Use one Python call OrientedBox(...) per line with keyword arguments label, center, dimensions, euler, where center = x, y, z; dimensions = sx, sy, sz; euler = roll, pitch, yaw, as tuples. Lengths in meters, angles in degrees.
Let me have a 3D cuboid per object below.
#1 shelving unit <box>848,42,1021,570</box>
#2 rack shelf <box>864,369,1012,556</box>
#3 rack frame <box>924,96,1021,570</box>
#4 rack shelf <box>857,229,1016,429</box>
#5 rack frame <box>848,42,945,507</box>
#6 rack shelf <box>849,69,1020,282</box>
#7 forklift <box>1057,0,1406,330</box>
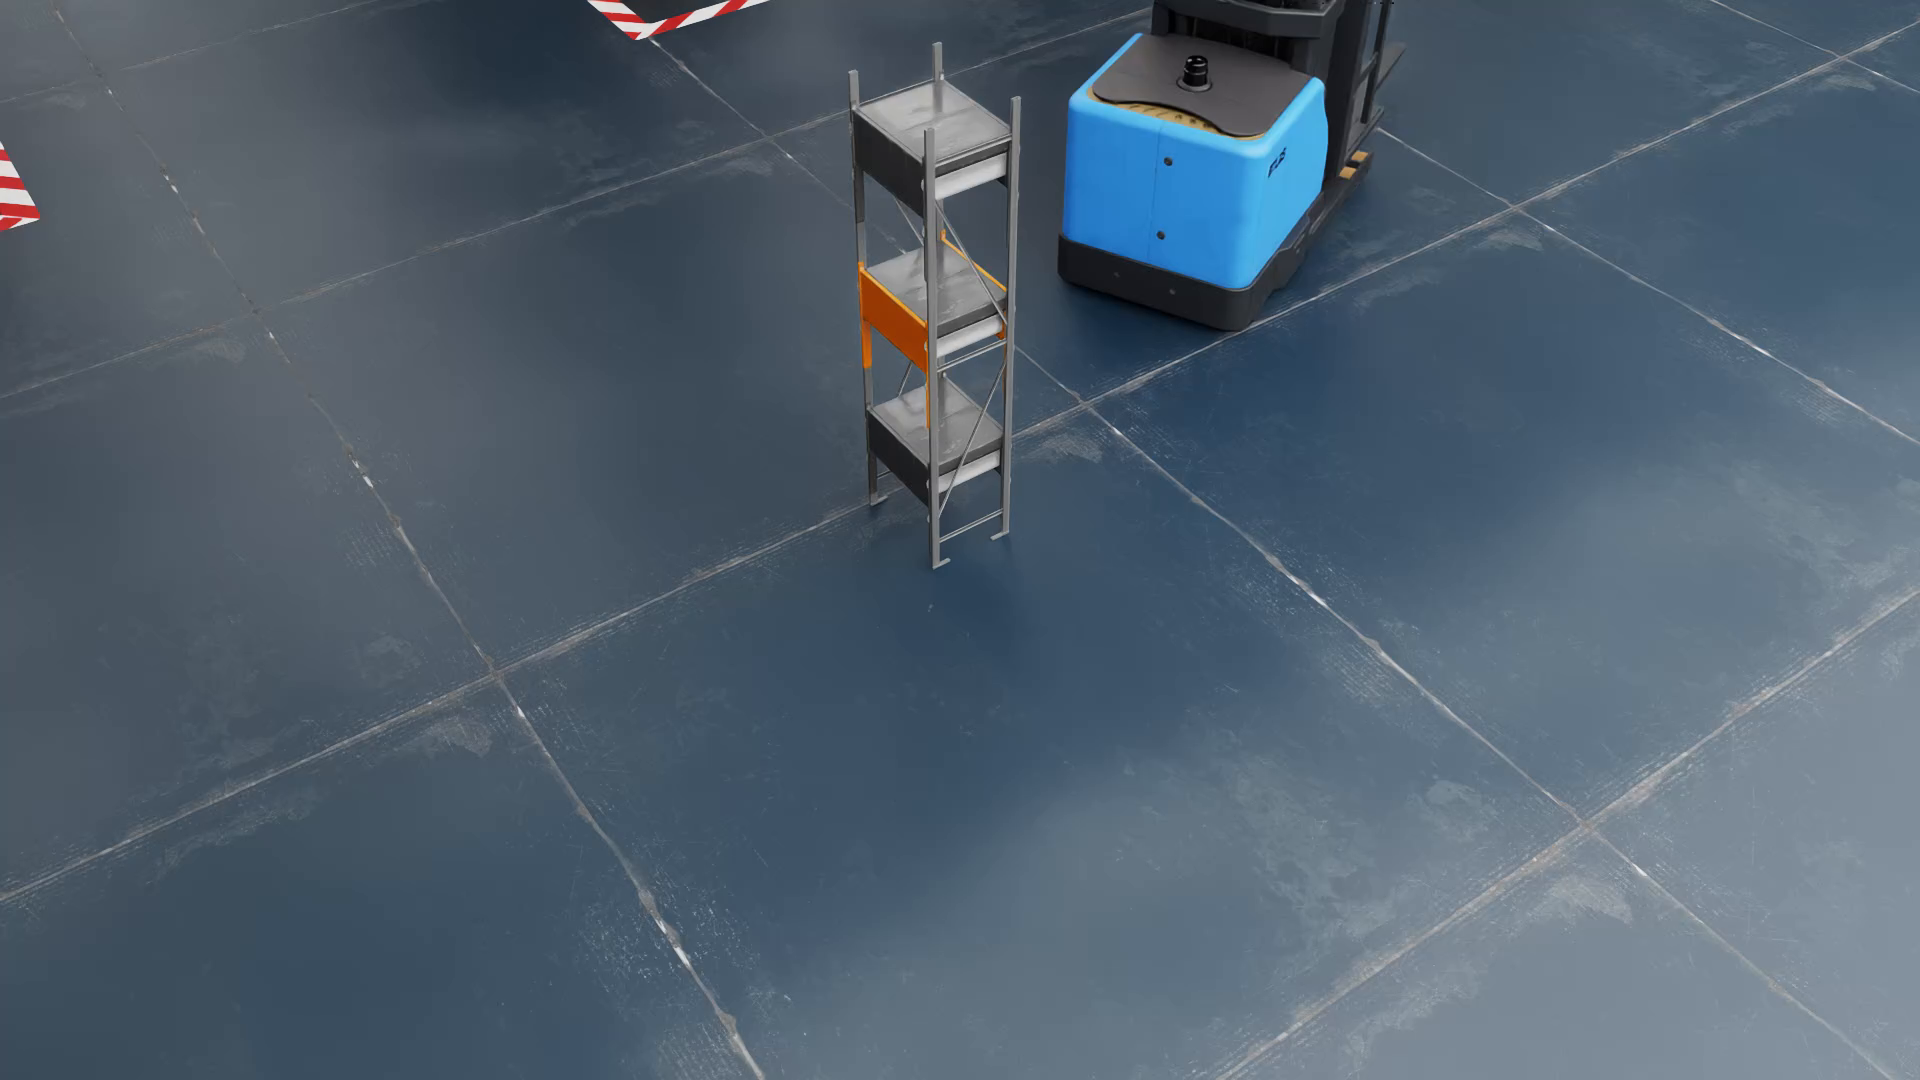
OrientedBox(label="shelving unit", center=(-0.095, -0.853, 6.614), dimensions=(0.431, 2.100, 0.503), euler=(-26, 49, -24))
OrientedBox(label="rack shelf", center=(-0.095, -0.337, 7.107), dimensions=(0.431, 0.518, 0.480), euler=(-26, 49, -24))
OrientedBox(label="rack frame", center=(0.045, -0.715, 6.469), dimensions=(0.400, 2.100, 0.015), euler=(-26, 49, -24))
OrientedBox(label="rack shelf", center=(-0.095, -0.843, 6.624), dimensions=(0.431, 0.518, 0.480), euler=(-26, 49, -24))
OrientedBox(label="rack frame", center=(-0.234, -0.991, 6.759), dimensions=(0.400, 2.100, 0.015), euler=(-26, 49, -24))
OrientedBox(label="rack shelf", center=(-0.095, -1.350, 6.140), dimensions=(0.431, 0.518, 0.480), euler=(-26, 49, -24))
OrientedBox(label="forklift", center=(1.664, -3.105, 8.371), dimensions=(1.130, 2.935, 3.031), euler=(21, 48, 21))
